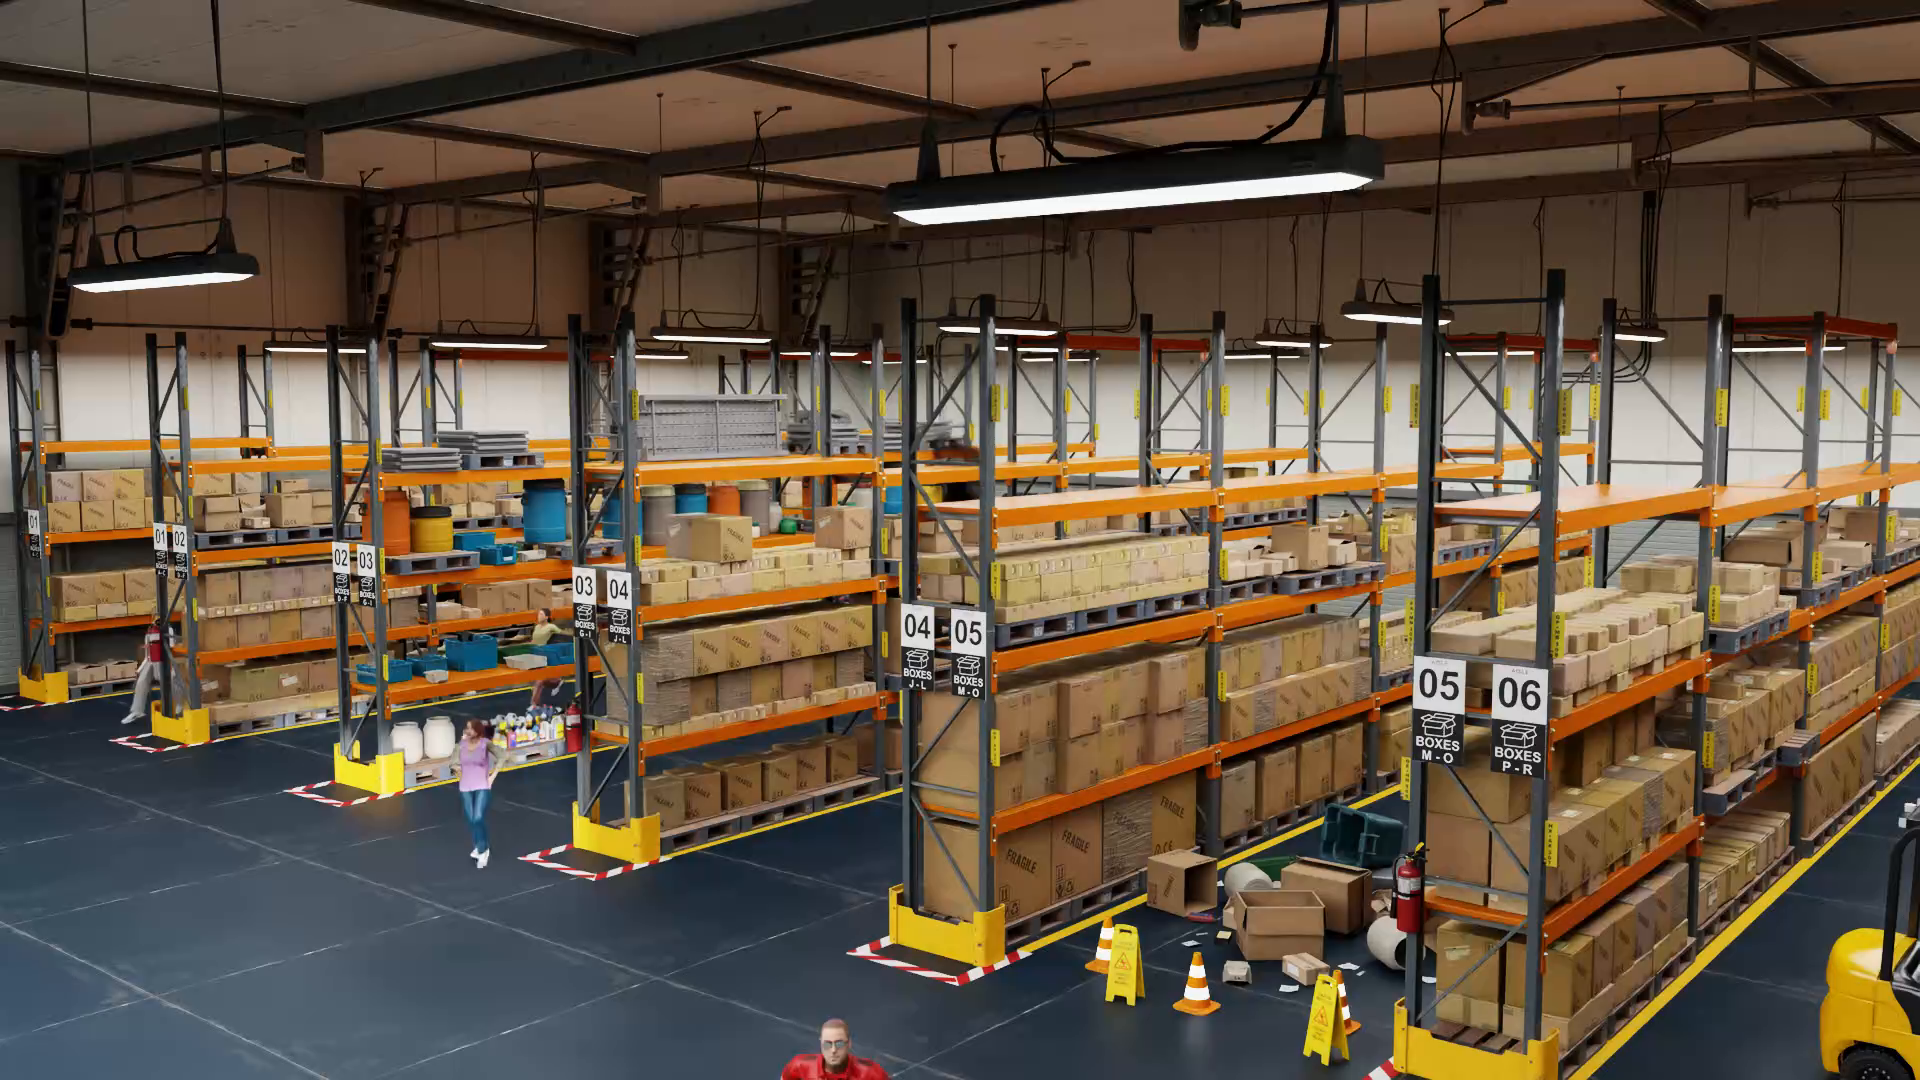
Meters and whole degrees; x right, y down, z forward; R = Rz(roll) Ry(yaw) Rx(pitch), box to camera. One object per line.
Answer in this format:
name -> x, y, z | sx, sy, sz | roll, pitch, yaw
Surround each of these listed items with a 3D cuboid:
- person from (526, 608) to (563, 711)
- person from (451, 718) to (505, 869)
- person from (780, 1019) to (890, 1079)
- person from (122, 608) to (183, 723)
person -> -6.754, 1.920, 27.078 | 0.593, 1.640, 0.875 | 3, 6, 29
person -> -5.268, 2.754, 18.090 | 0.532, 1.655, 0.619 | 1, 5, 9
person -> -0.675, 3.482, 9.276 | 0.686, 1.738, 1.030 | 0, 5, 0
person -> -12.474, 1.922, 25.928 | 0.718, 1.768, 1.083 | 3, 6, 27
